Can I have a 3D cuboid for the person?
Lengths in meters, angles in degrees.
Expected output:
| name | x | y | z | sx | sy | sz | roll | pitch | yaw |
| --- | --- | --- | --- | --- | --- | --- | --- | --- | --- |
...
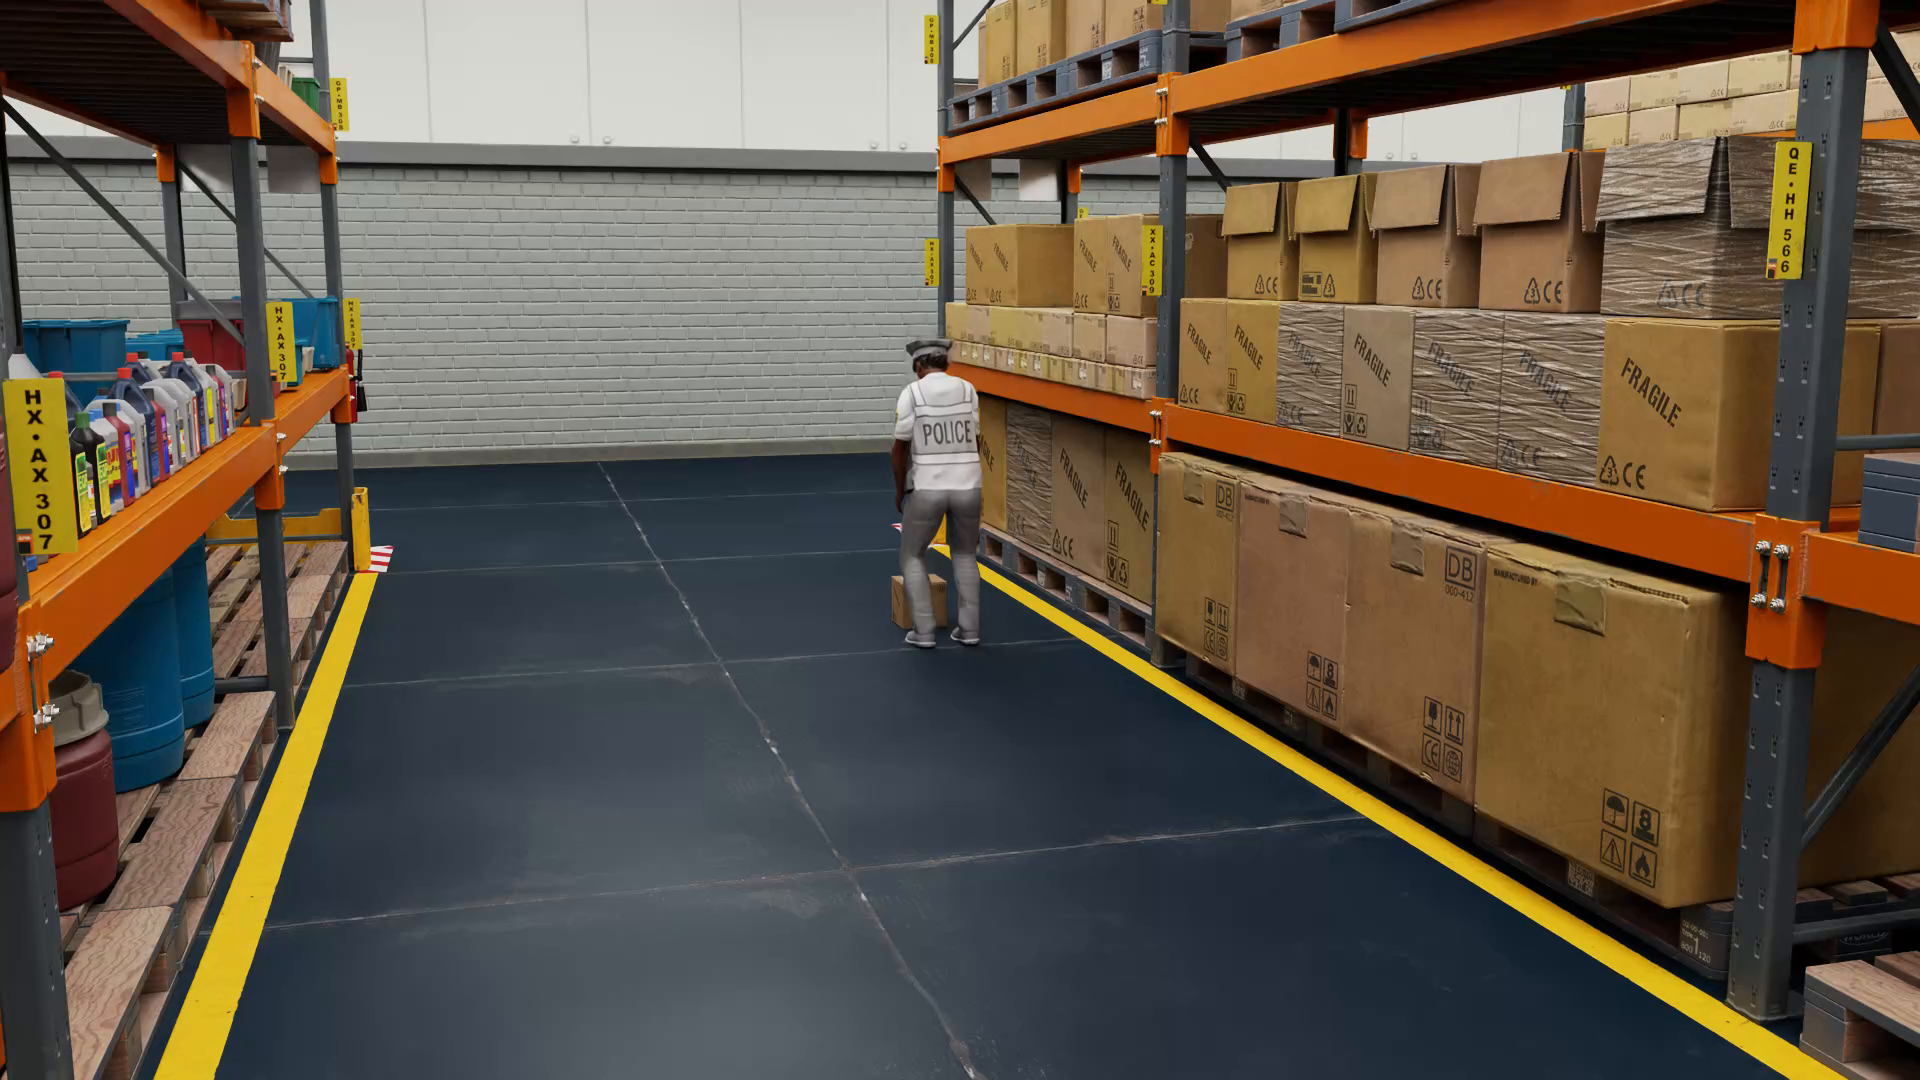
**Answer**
| name | x | y | z | sx | sy | sz | roll | pitch | yaw |
| --- | --- | --- | --- | --- | --- | --- | --- | --- | --- |
| person | -0.146 | 0.005 | 8.730 | 0.491 | 1.057 | 0.841 | -3 | 10 | -16 |
